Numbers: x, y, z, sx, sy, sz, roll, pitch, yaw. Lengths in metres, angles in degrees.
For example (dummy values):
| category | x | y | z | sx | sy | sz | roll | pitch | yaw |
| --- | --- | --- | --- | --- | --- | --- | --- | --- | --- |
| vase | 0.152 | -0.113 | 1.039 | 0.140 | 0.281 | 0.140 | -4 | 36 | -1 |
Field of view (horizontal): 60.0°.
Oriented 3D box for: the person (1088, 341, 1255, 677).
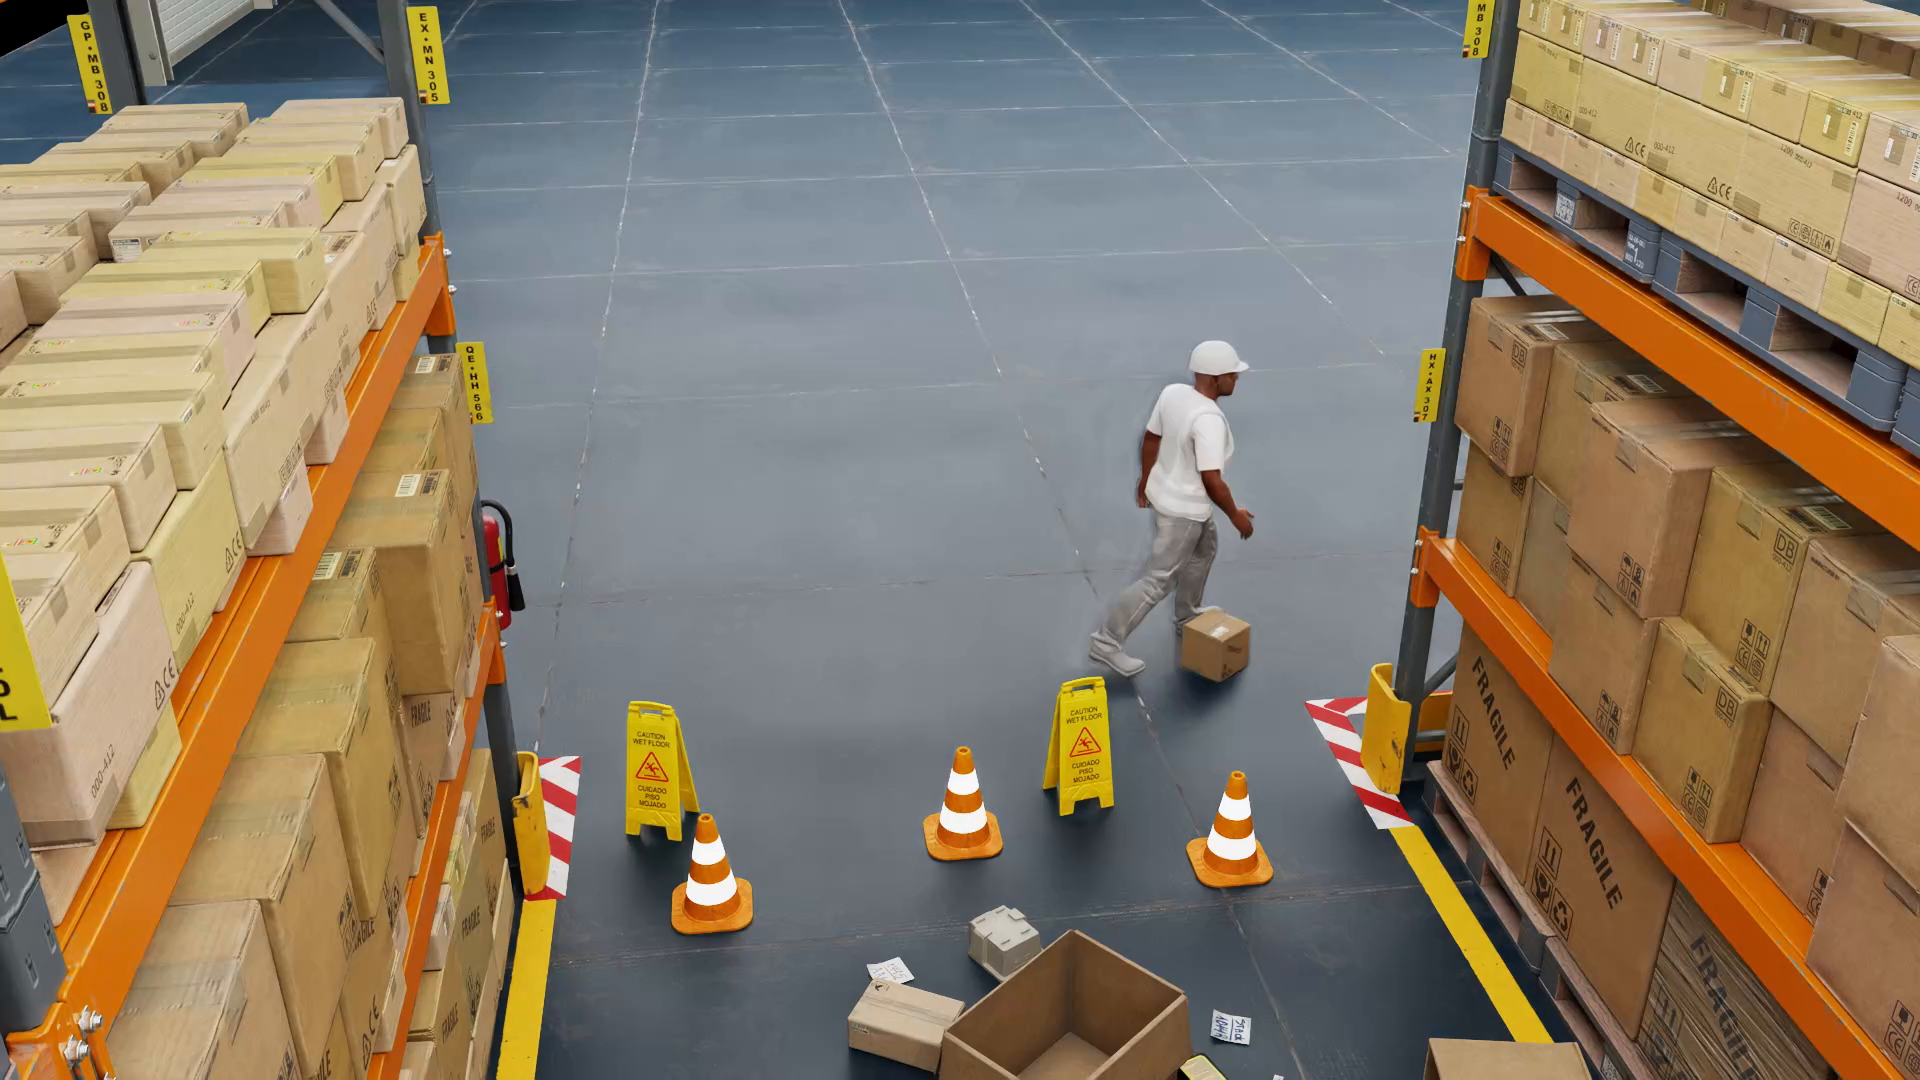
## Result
| category | x | y | z | sx | sy | sz | roll | pitch | yaw |
| --- | --- | --- | --- | --- | --- | --- | --- | --- | --- |
| person | 1.054 | -0.183 | 8.480 | 0.848 | 1.710 | 0.683 | -5 | 27 | -9 |
